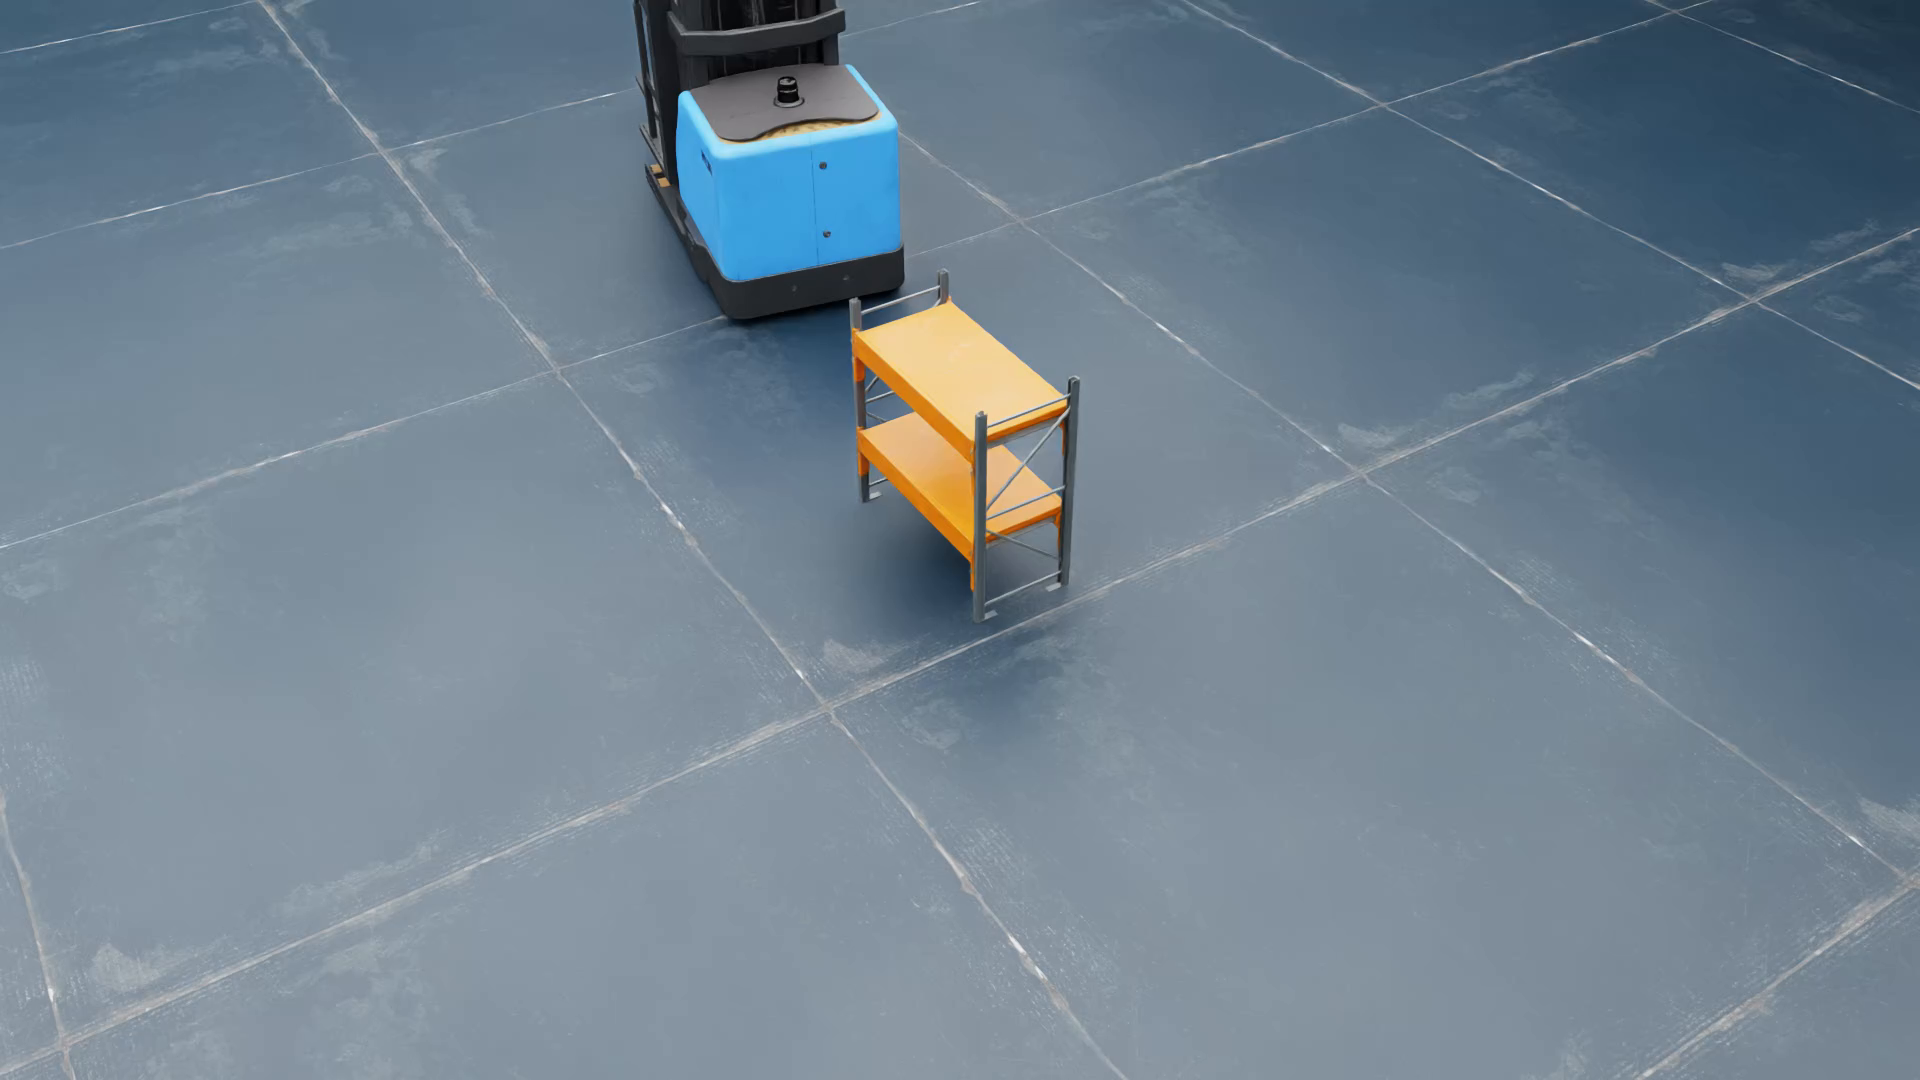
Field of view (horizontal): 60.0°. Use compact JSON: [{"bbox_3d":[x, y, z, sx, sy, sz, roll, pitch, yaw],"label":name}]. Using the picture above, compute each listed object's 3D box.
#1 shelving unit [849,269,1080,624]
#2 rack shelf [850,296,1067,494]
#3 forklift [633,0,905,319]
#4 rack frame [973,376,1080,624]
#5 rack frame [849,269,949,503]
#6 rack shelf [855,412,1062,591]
[{"bbox_3d":[0.004,-0.428,7.446,0.538,1.125,1.048,-22,45,-24],"label":"shelving unit"},{"bbox_3d":[0.004,-0.653,7.259,0.538,0.278,1.000,-22,45,-24],"label":"rack shelf"},{"bbox_3d":[-1.326,-3.290,9.469,1.130,2.935,3.031,-14,42,-16],"label":"forklift"},{"bbox_3d":[0.277,-0.154,7.117,0.500,1.125,0.032,-22,45,-24],"label":"rack frame"},{"bbox_3d":[-0.270,-0.703,7.775,0.500,1.125,0.032,-22,45,-24],"label":"rack frame"},{"bbox_3d":[0.004,-0.241,7.603,0.538,0.278,1.000,-22,45,-24],"label":"rack shelf"}]
